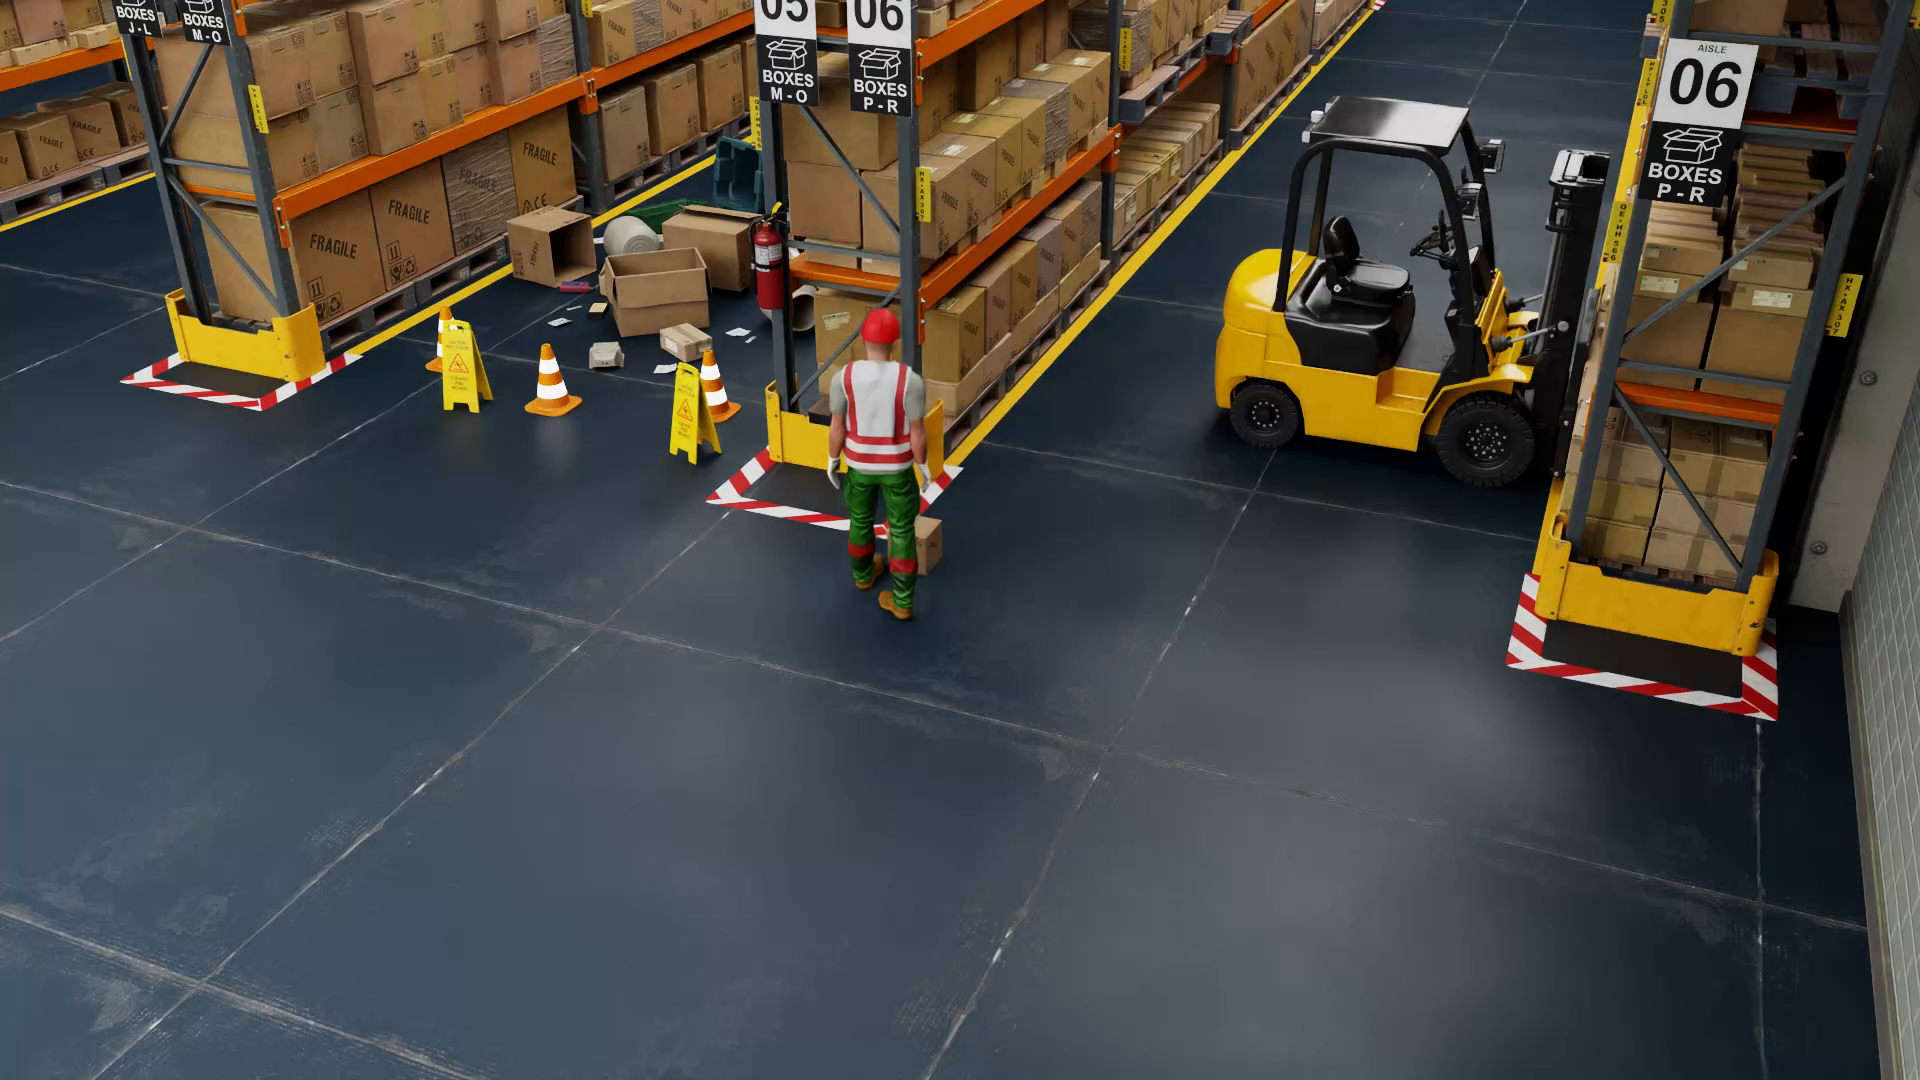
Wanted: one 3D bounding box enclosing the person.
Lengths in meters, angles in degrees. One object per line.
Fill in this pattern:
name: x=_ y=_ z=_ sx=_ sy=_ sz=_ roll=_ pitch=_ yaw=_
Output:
person: x=-0.432 y=-0.470 z=9.208 sx=0.574 sy=1.786 sz=0.618 roll=3 pitch=29 yaw=5
